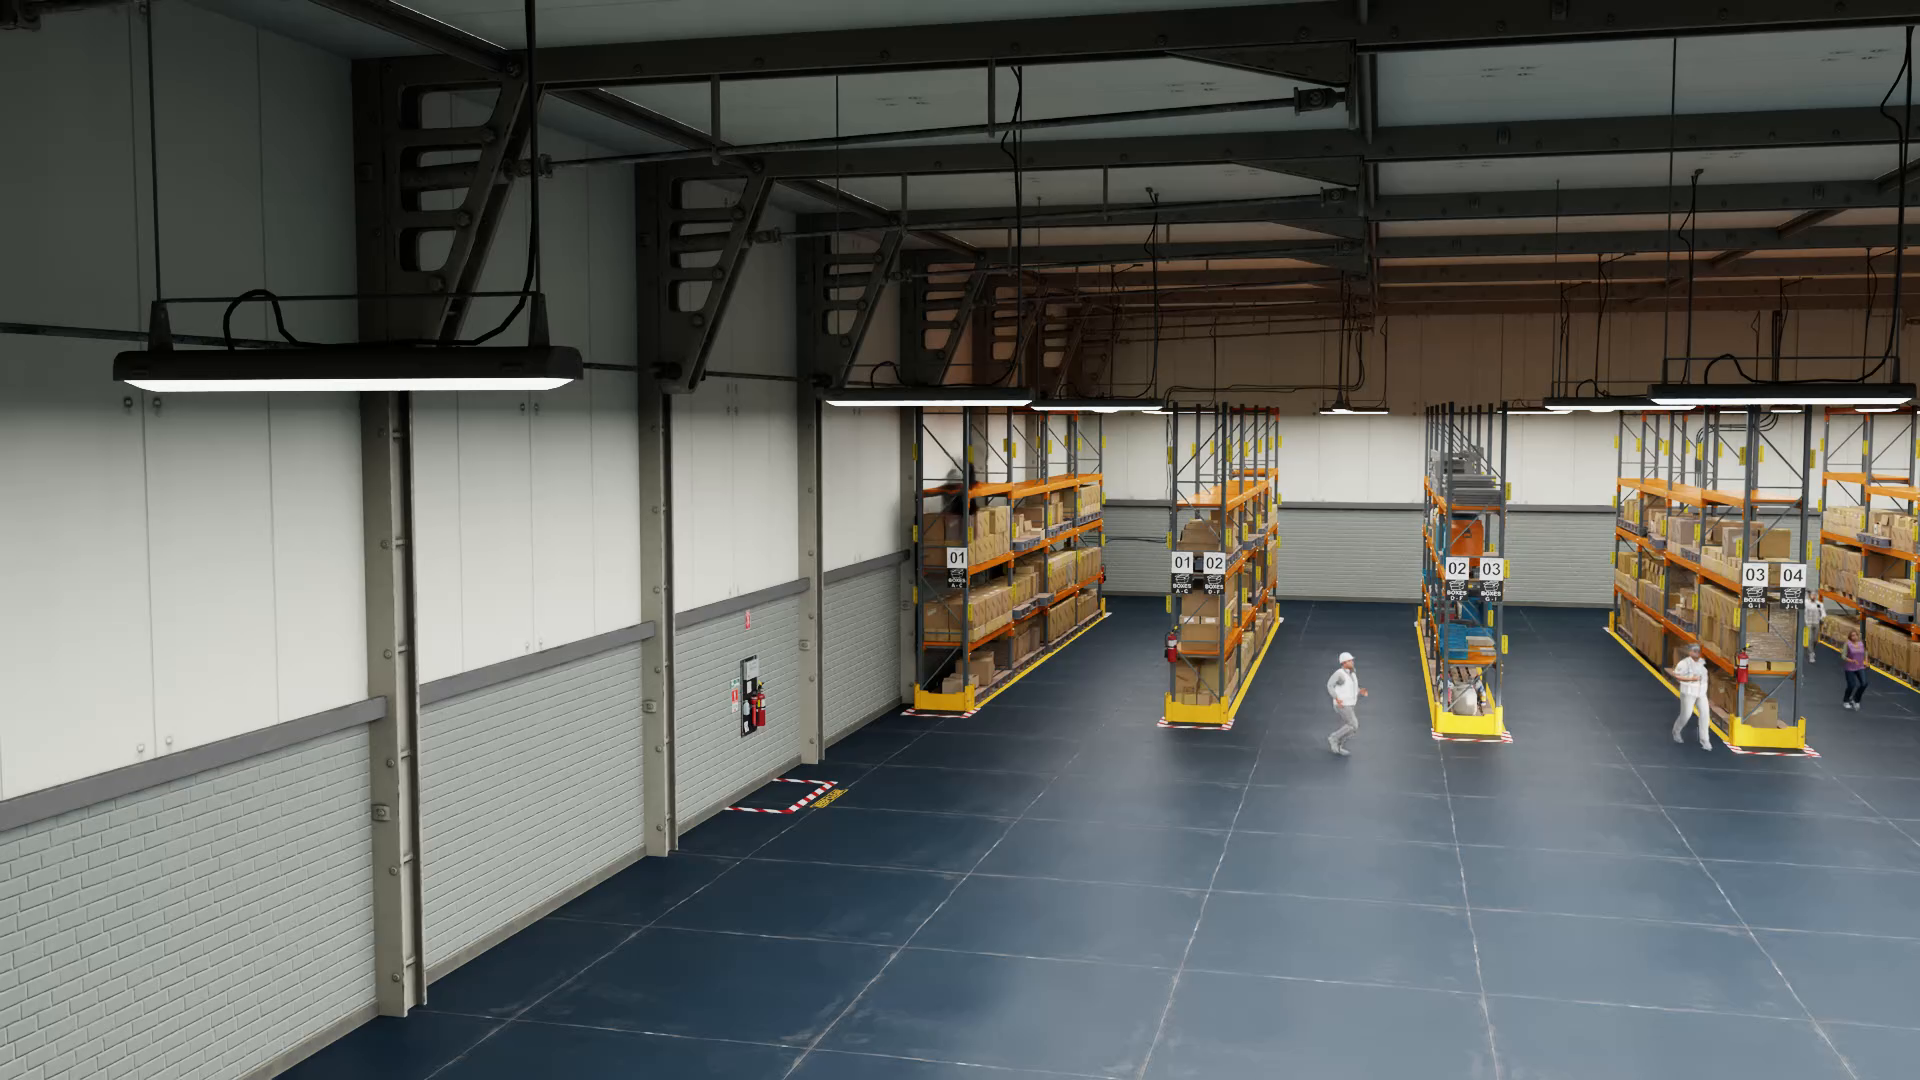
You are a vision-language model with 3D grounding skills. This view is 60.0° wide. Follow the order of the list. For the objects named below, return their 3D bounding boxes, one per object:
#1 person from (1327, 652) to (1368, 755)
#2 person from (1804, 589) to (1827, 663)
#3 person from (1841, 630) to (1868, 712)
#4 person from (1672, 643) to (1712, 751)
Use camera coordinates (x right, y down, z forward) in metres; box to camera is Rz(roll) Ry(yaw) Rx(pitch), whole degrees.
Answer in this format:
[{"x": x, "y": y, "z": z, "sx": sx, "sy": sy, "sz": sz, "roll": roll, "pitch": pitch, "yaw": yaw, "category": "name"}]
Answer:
[{"x": 6.584, "y": 2.772, "z": 28.146, "sx": 0.584, "sy": 1.740, "sz": 0.642, "roll": 3, "pitch": 5, "yaw": 39, "category": "person"}, {"x": 20.026, "y": 1.992, "z": 39.106, "sx": 0.619, "sy": 1.702, "sz": 0.755, "roll": 1, "pitch": 4, "yaw": 17, "category": "person"}, {"x": 17.465, "y": 2.545, "z": 32.438, "sx": 0.548, "sy": 1.585, "sz": 0.661, "roll": 1, "pitch": 4, "yaw": 8, "category": "person"}, {"x": 12.742, "y": 2.694, "z": 28.934, "sx": 0.660, "sy": 1.838, "sz": 0.842, "roll": 0, "pitch": 4, "yaw": -6, "category": "person"}]
